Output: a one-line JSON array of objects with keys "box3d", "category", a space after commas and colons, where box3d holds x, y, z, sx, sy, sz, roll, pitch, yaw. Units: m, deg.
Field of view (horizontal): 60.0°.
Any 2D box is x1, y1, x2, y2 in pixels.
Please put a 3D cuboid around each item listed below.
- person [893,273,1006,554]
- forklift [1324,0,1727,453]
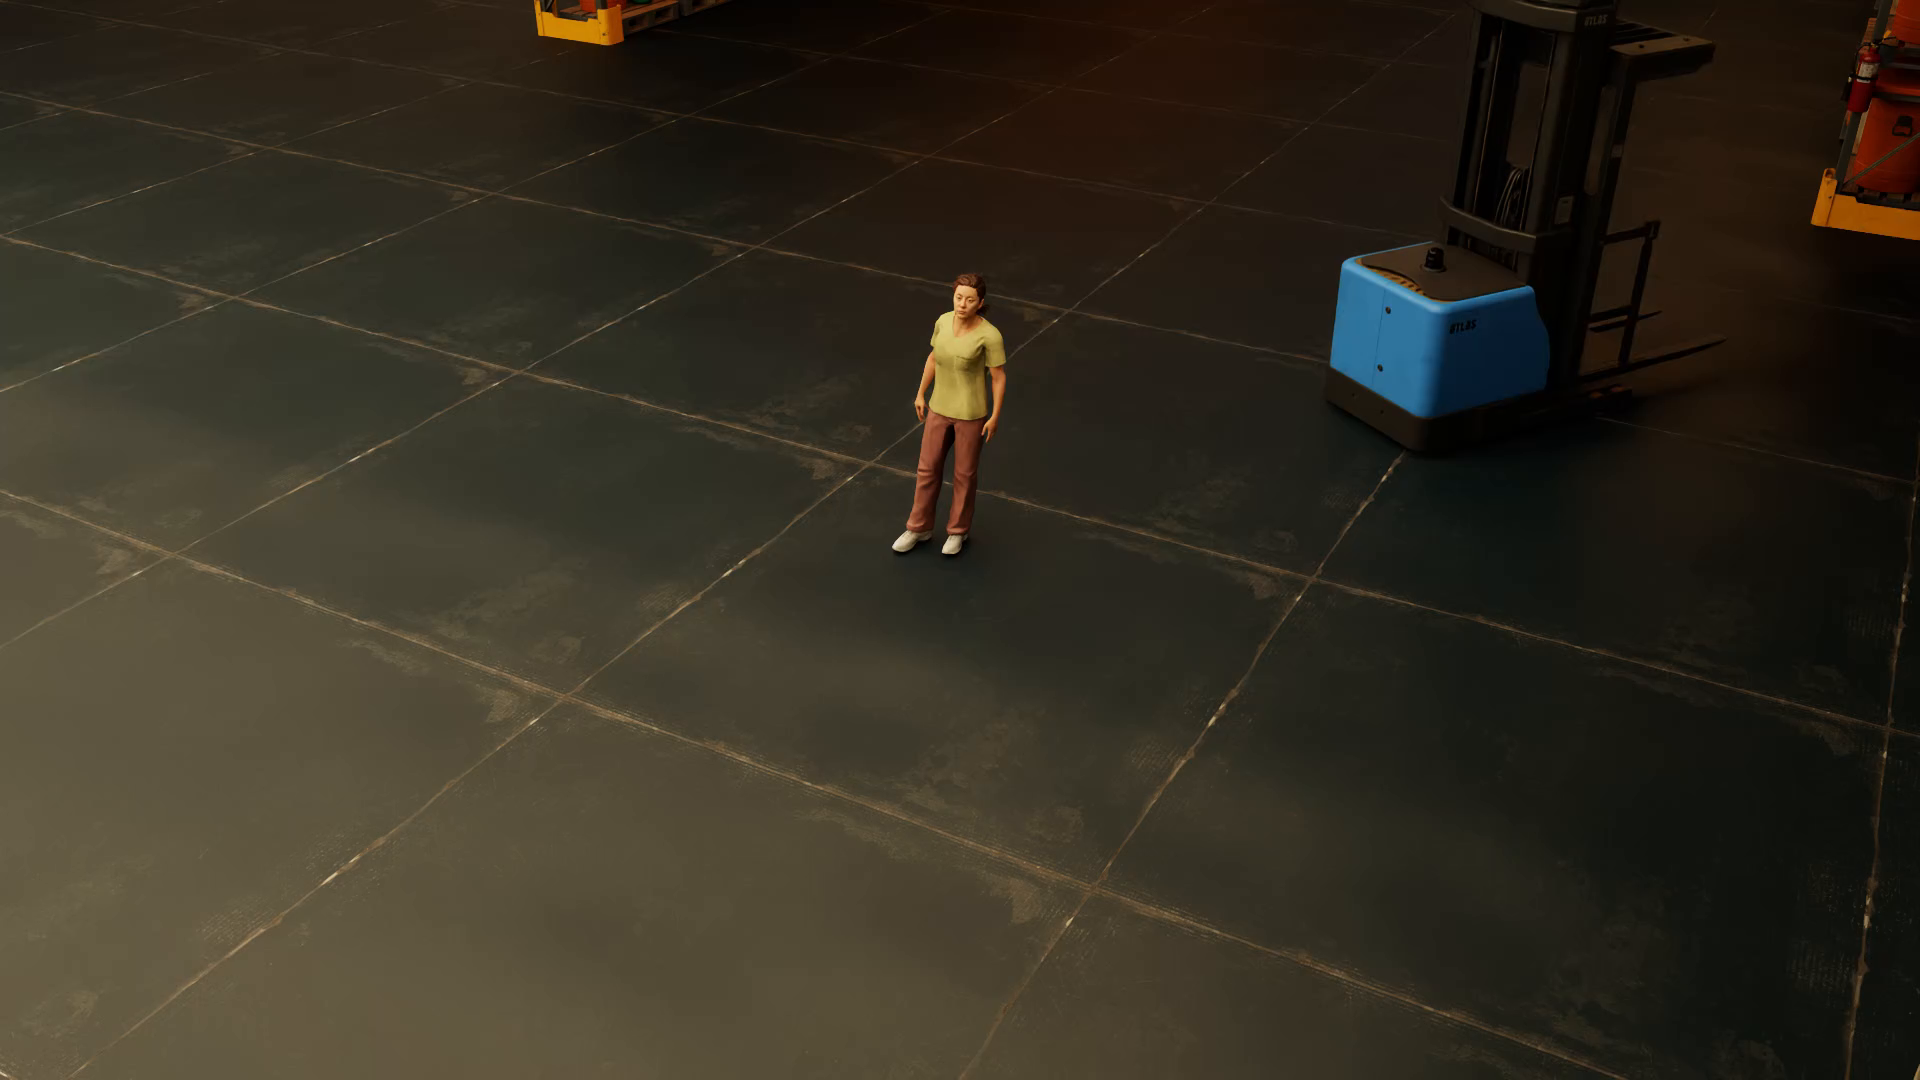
[{"box3d": [-0.046, -0.703, 9.530, 0.553, 1.675, 0.549, 15, 33, 25], "category": "person"}, {"box3d": [4.087, -2.344, 11.133, 3.031, 2.935, 1.130, -14, 33, -23], "category": "forklift"}]
